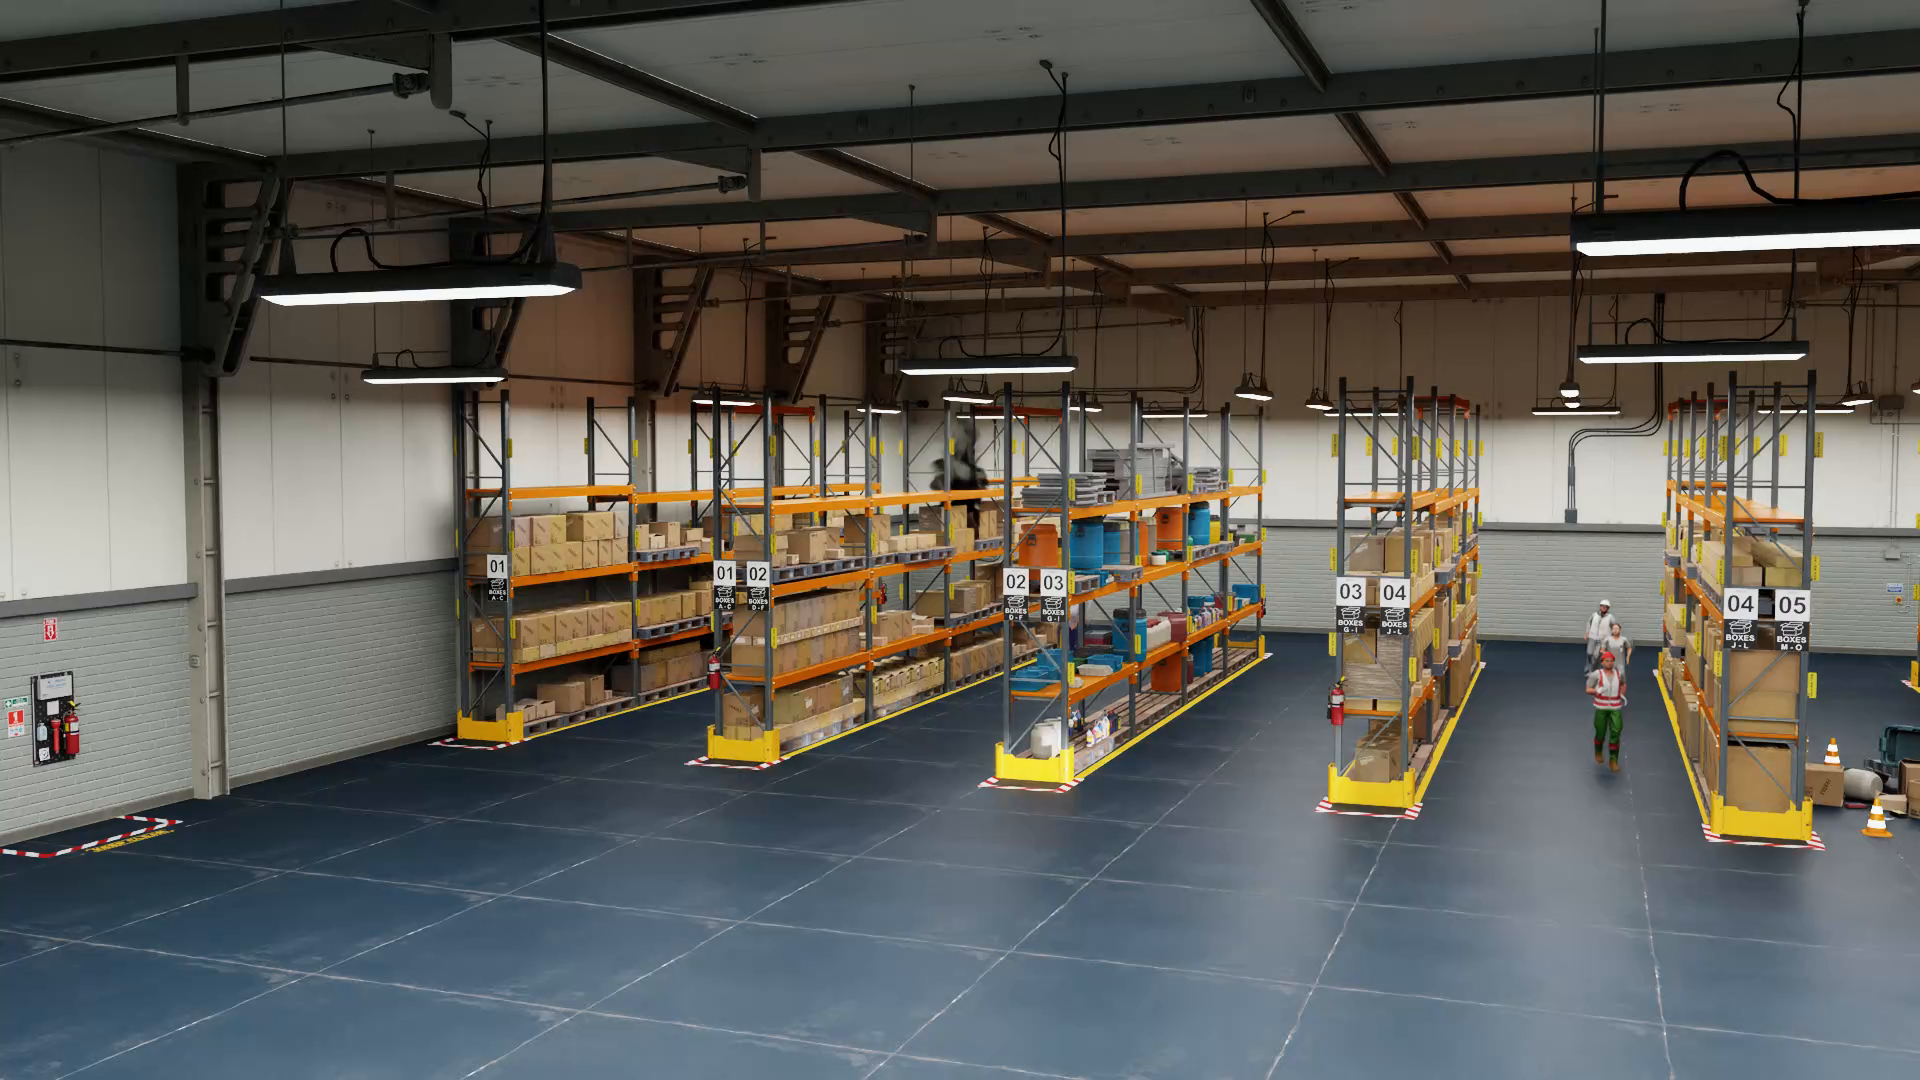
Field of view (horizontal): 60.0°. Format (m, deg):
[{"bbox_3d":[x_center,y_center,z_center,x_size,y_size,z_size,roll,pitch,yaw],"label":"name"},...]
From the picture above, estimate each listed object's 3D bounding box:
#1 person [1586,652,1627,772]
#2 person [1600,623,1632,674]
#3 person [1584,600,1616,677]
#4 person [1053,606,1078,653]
[{"bbox_3d":[10.086,2.643,25.910,0.645,1.800,0.899,1,3,10],"label":"person"},{"bbox_3d":[12.719,2.421,32.225,0.580,1.632,0.791,1,3,18],"label":"person"},{"bbox_3d":[13.930,2.159,36.215,0.673,1.705,0.549,2,4,34],"label":"person"},{"bbox_3d":[2.248,1.981,35.146,0.611,1.625,0.610,1,3,11],"label":"person"}]
